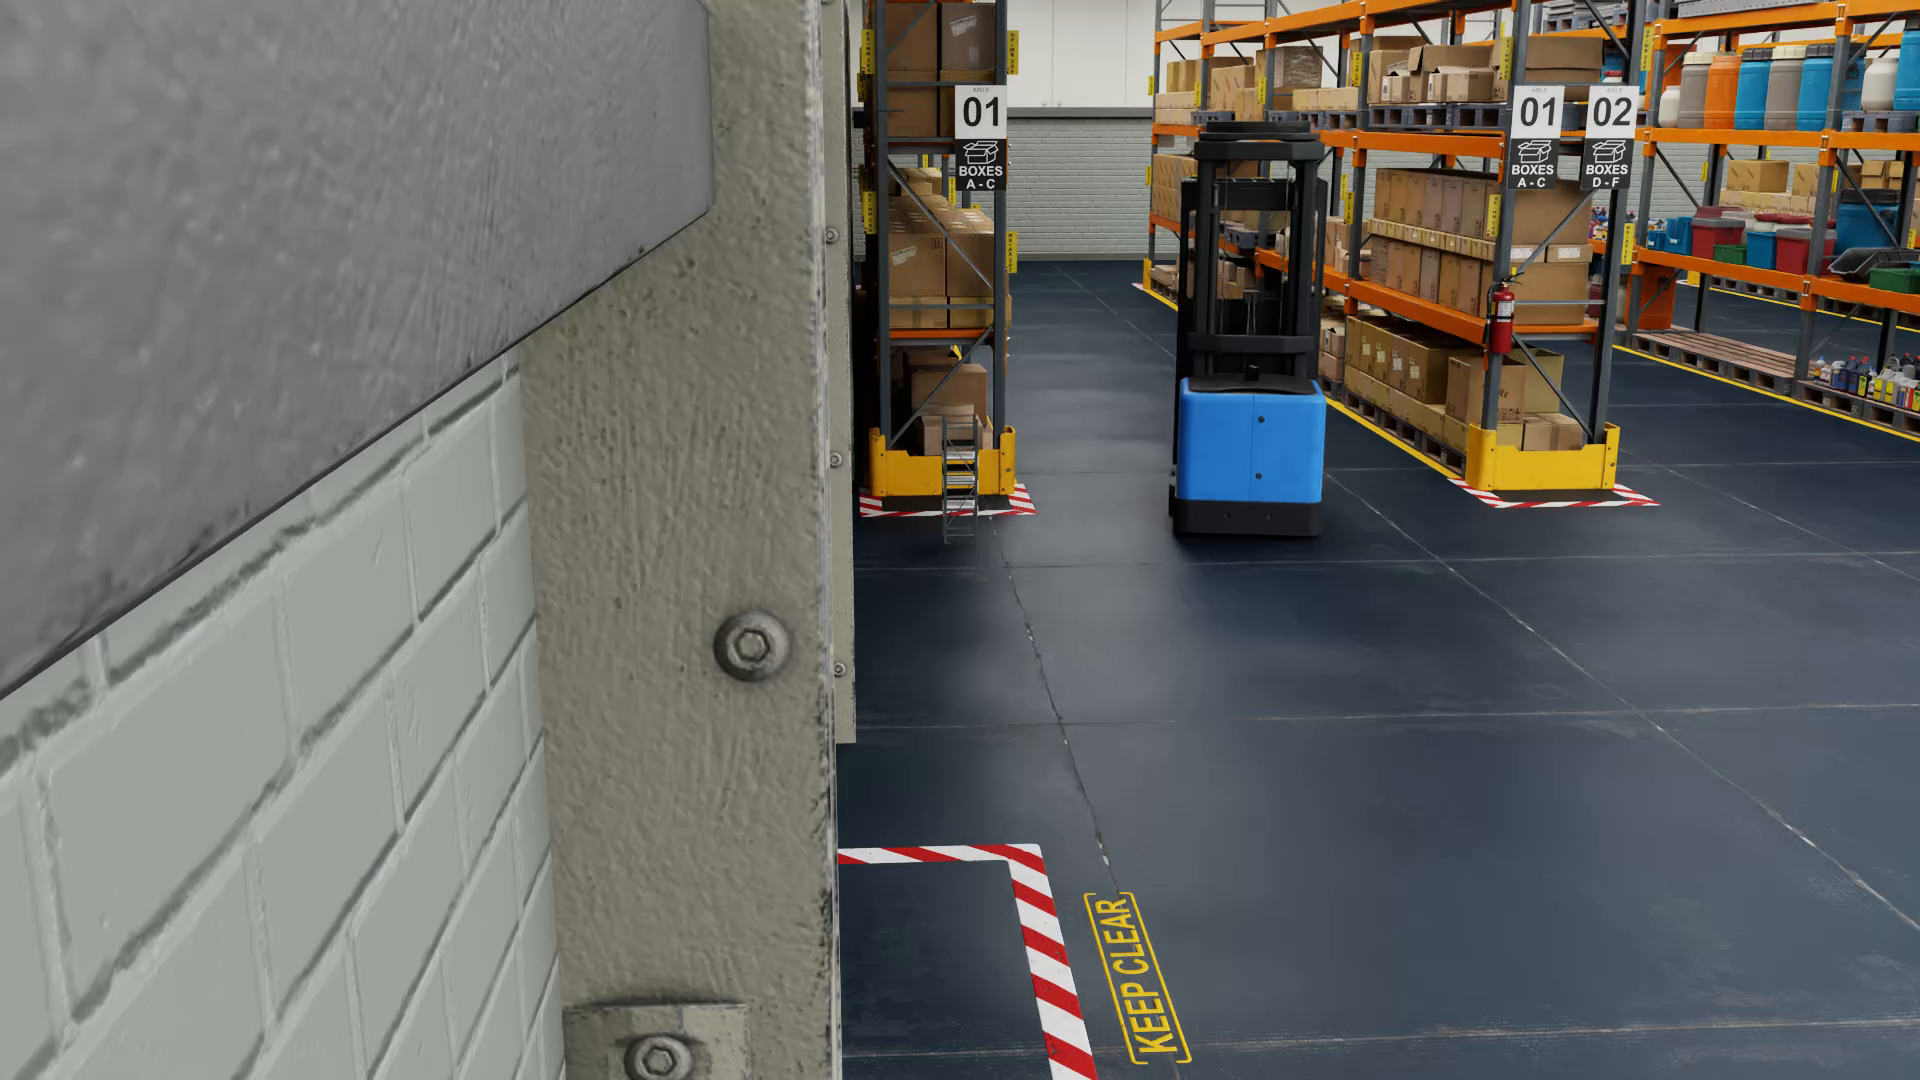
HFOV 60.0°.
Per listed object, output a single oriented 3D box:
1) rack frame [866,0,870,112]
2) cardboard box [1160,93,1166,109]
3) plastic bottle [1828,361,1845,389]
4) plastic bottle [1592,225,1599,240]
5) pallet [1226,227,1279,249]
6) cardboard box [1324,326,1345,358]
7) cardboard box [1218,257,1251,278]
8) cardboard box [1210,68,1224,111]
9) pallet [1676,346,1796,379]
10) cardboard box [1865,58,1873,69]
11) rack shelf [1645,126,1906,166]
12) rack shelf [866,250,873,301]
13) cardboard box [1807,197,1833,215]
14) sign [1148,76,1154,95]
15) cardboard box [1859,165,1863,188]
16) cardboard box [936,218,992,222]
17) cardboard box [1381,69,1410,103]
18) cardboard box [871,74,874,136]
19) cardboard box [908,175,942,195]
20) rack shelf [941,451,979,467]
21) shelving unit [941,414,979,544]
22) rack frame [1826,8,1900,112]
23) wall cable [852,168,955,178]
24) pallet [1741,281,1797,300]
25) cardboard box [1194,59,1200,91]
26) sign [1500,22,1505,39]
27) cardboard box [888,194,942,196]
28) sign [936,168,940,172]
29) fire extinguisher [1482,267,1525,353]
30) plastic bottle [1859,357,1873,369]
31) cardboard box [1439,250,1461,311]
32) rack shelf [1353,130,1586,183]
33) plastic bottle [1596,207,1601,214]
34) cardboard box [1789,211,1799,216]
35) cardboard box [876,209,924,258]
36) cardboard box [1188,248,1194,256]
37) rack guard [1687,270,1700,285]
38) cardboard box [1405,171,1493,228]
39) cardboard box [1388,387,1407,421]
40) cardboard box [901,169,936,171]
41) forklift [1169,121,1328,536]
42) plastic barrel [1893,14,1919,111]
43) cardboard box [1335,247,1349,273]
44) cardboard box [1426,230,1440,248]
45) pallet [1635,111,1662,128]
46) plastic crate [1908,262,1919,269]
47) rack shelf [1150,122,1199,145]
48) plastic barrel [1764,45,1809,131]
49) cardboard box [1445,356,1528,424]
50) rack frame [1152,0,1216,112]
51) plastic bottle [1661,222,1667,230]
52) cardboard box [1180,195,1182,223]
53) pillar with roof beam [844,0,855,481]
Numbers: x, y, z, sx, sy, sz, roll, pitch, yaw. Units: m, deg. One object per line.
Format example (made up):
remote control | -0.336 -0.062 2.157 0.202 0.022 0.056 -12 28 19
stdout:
rack frame | -0.639 -6.731 20.128 1.000 3.000 0.127 -1 14 -3
cardboard box | 3.605 -7.259 27.496 0.500 0.250 0.500 -1 14 -3
plastic bottle | 9.126 -1.712 17.243 0.152 0.276 0.135 0 14 -1
plastic bottle | 8.753 -4.232 22.854 0.097 0.201 0.097 0 14 0
pallet | 4.193 -3.978 21.851 1.213 0.211 1.003 -1 14 -3
cardboard box | 4.241 -2.148 17.905 0.500 0.311 0.500 -1 14 -3
cardboard box | 3.906 -3.891 23.757 0.500 0.250 0.500 -1 14 -3
cardboard box | 4.015 -6.524 24.100 0.600 0.600 0.600 -2 15 -9
pallet | 9.331 -2.132 19.890 1.003 0.211 1.213 -1 14 -3
cardboard box | 13.893 -7.400 25.998 0.500 0.250 0.500 -2 15 -7
rack shelf | 9.373 -4.585 19.253 1.077 0.370 4.000 -1 14 -3
rack shelf | -0.515 -2.980 19.032 1.077 0.370 4.000 -1 14 -3
cardboard box | 13.655 -5.227 26.026 0.500 0.250 0.500 -1 14 -4
sign | 3.268 -7.760 28.394 0.100 0.325 0.005 -1 14 -3
cardboard box | 14.170 -5.608 26.000 0.500 0.500 0.500 -1 14 -3
cardboard box | 0.037 -2.640 15.021 0.500 0.500 0.500 0 14 -2
cardboard box | 4.354 -4.325 15.853 0.500 0.311 0.500 -2 15 -7
cardboard box | -0.475 -3.569 13.616 0.500 0.500 0.500 -1 14 -3
cardboard box | -0.412 -4.515 21.212 0.500 0.250 0.500 -1 14 -2
rack shelf | 0.000 -0.580 11.886 0.258 0.077 0.200 -1 14 -3
shelving unit | 0.000 -0.438 11.922 0.258 0.900 0.210 -1 14 -3
rack frame | 9.497 -5.889 16.856 1.000 3.000 0.127 -1 14 -3
wall cable | -1.128 -8.629 33.736 3.097 2.526 0.112 -1 14 -3
pallet | 13.897 -4.194 27.903 1.003 0.211 1.213 -1 14 -3
cardboard box | 4.062 -7.254 25.974 0.700 0.500 0.500 -1 14 -3
sign | 9.301 -8.730 28.544 0.100 0.325 0.005 -1 14 -3
cardboard box | -0.600 -3.970 20.354 0.700 0.500 0.500 -3 15 -10
sign | -0.346 -5.354 24.649 0.100 0.325 0.005 -1 14 -3
fire extinguisher | 4.344 -1.839 13.311 0.296 0.674 0.183 -1 14 -3
plastic bottle | 9.276 -1.709 17.082 0.144 0.351 0.185 -1 14 -3
cardboard box | 4.722 -2.332 14.871 0.700 0.500 0.500 -1 14 -3
rack shelf | 4.677 -3.515 15.093 1.077 0.370 4.000 -1 14 -3
plastic bottle | 9.385 -4.726 24.474 0.144 0.351 0.185 -1 14 -3
cardboard box | 13.551 -5.191 26.685 0.380 0.149 0.250 -1 14 -2
cardboard box | -0.571 -3.011 16.465 0.500 0.500 0.500 -1 14 -5
cardboard box | 4.089 -4.764 28.655 0.500 0.500 0.500 -1 14 -3
rack guard | 13.695 -4.840 29.834 1.175 0.500 0.348 -1 14 -3
cardboard box | 4.649 -3.225 15.735 0.700 0.500 0.500 -1 14 -3
cardboard box | 4.367 -1.287 15.684 0.500 0.250 0.500 -1 14 -3
cardboard box | -0.581 -5.146 23.665 0.500 0.250 0.500 -1 14 -2
forklift | 2.245 -1.763 12.996 1.130 2.935 3.031 2 15 7
plastic barrel | 9.452 -4.633 16.146 0.600 0.901 0.708 -1 14 -3
cardboard box | 4.315 -3.059 18.165 0.396 0.266 0.258 -1 14 -5
cardboard box | 4.488 -2.754 15.207 0.380 0.149 0.250 -1 14 -4
pallet | 9.299 -5.532 21.865 1.003 0.211 1.213 -1 14 -3
plastic crate | 9.836 -2.641 16.569 0.499 0.251 0.616 -1 14 -3
rack shelf | 3.933 -6.500 26.692 1.077 0.370 4.000 -1 14 -3
plastic barrel | 9.208 -4.965 18.278 0.600 0.901 0.600 0 14 0
cardboard box | 4.470 -1.277 14.141 0.500 0.500 0.500 -1 14 -3
rack frame | 3.809 -8.798 28.161 1.000 3.000 0.127 -1 14 -3
plastic bottle | 9.516 -4.146 22.370 0.152 0.276 0.135 -1 14 -3
cardboard box | 3.737 -5.195 25.996 0.500 0.500 0.500 0 14 -2
pillar with roof beam | 3.247 -4.969 13.278 9.100 9.000 0.400 -1 14 -3
